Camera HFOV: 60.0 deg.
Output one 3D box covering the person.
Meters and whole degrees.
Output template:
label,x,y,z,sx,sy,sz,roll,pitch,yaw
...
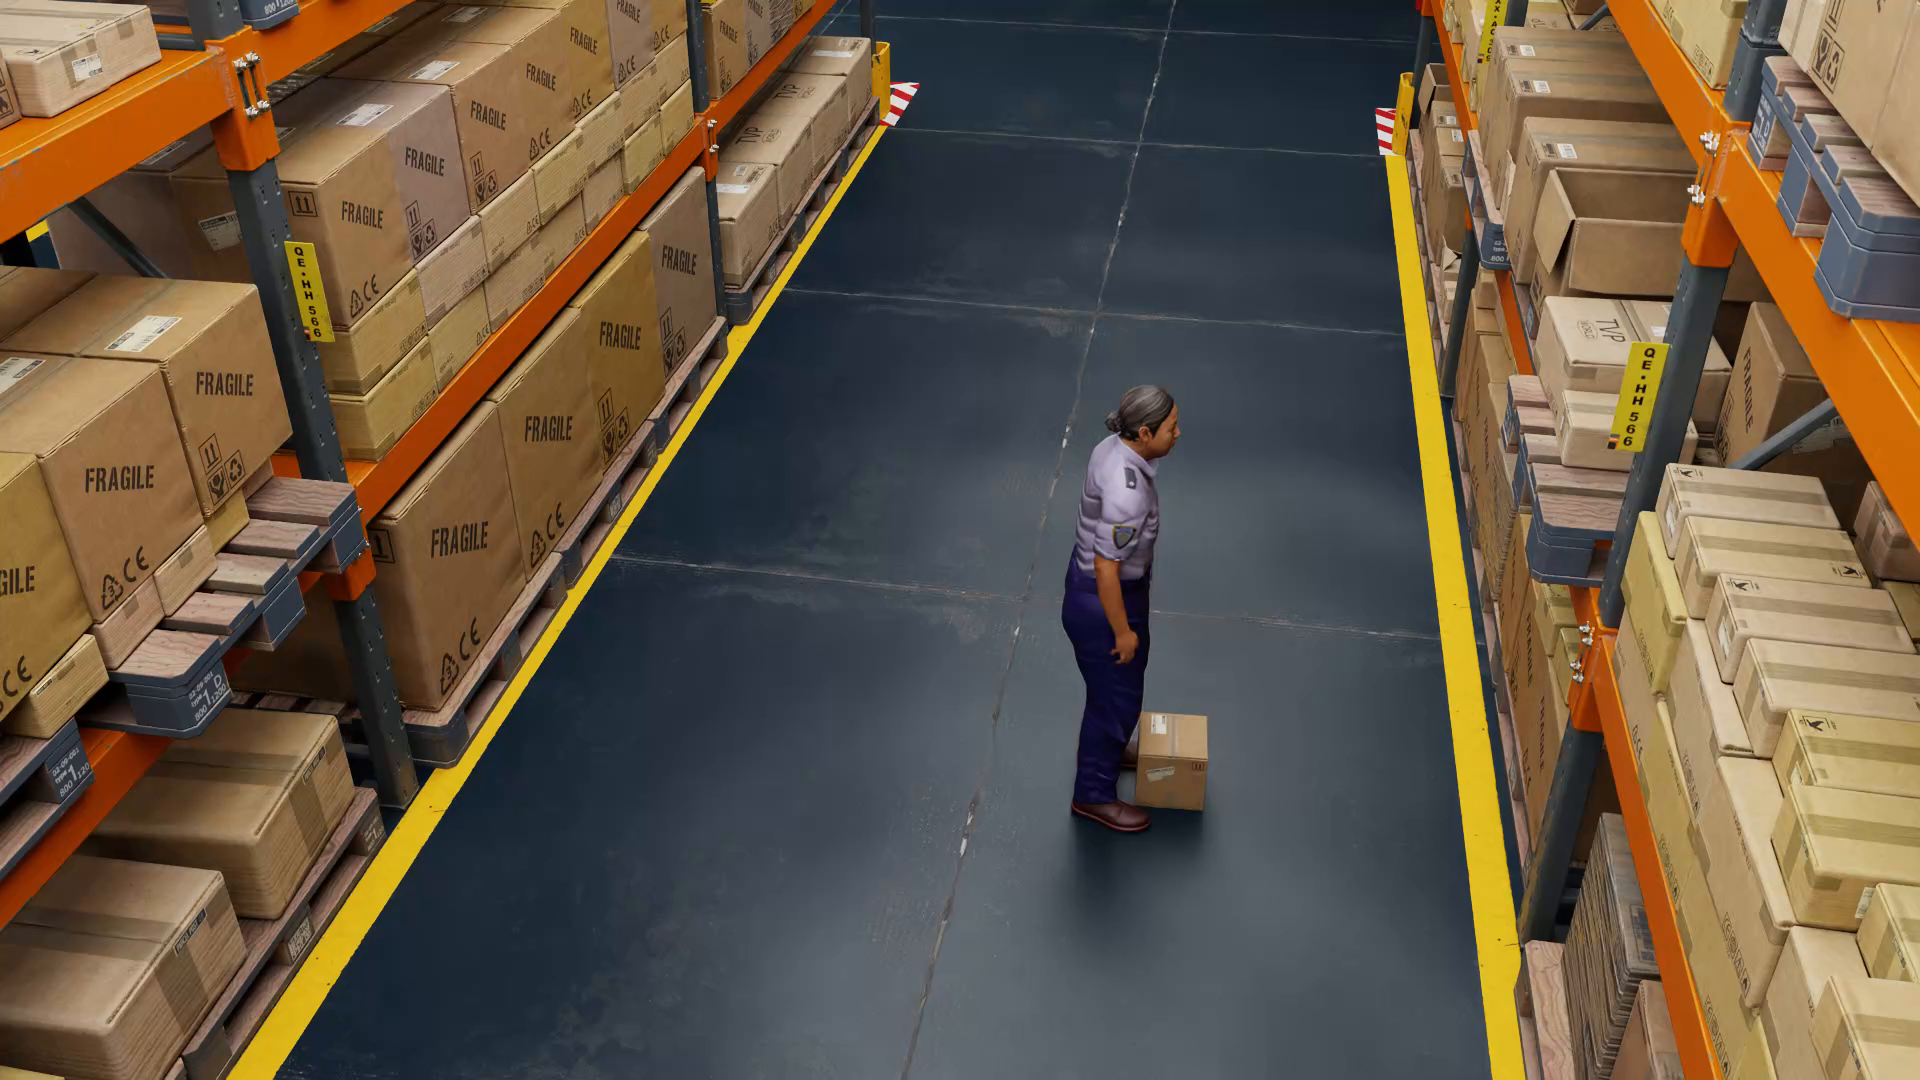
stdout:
label,x,y,z,sx,sy,sz,roll,pitch,yaw
person,0.546,0.214,5.811,0.374,1.651,0.560,3,33,5
